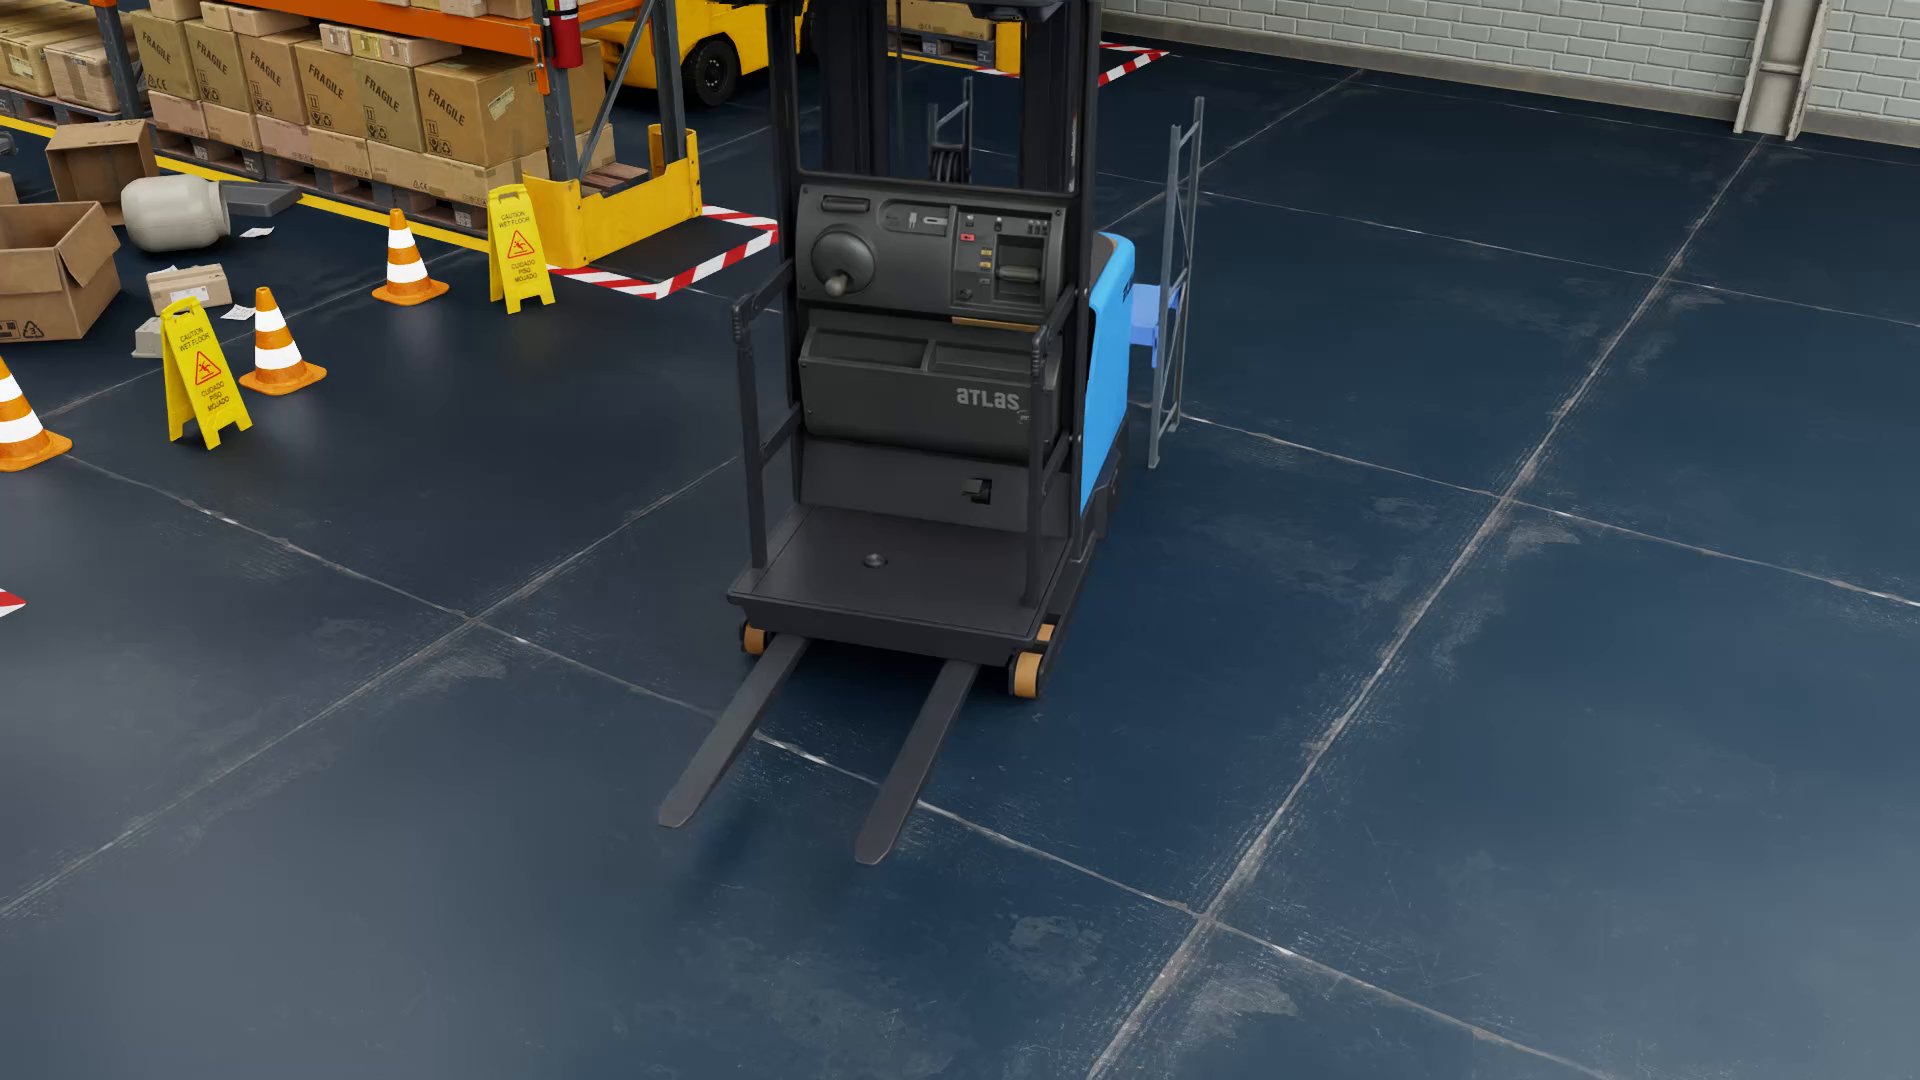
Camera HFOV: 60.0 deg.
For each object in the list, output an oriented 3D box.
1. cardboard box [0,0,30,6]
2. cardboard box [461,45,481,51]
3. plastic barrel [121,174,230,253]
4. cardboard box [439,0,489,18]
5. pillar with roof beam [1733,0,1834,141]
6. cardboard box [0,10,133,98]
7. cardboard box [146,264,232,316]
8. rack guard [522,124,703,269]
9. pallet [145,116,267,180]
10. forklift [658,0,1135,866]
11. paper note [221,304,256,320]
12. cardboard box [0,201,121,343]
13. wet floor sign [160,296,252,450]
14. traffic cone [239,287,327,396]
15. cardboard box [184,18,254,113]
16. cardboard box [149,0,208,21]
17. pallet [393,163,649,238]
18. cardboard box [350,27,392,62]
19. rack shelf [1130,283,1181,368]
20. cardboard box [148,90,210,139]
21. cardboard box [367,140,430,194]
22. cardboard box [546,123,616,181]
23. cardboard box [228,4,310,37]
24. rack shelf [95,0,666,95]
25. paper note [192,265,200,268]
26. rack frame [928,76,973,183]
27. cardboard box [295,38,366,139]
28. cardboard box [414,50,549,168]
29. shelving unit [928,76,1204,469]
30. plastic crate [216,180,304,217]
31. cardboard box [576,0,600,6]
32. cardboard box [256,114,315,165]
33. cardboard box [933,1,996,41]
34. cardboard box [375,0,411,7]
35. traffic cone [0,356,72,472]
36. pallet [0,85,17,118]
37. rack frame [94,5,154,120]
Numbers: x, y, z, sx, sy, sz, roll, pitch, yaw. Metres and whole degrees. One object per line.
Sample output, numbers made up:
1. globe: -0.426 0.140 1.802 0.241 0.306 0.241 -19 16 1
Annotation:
1. cardboard box: -7.617 -3.923 12.689 0.625 0.372 0.950 17 34 26
2. cardboard box: -2.946 -2.880 10.277 0.500 0.500 0.500 16 34 26
3. plastic barrel: -4.498 -1.878 9.549 0.512 0.421 0.421 -9 32 -15
4. cardboard box: -2.648 -3.005 9.173 0.250 0.149 0.380 17 34 27
5. pillar with roof beam: 3.375 -4.921 6.255 0.400 9.000 9.100 18 35 27
6. cardboard box: -6.388 -3.532 12.019 0.625 0.372 0.950 20 36 30
7. cardboard box: -4.127 -1.341 8.901 0.380 0.149 0.250 -15 33 -24
8. rack guard: -2.008 -2.024 9.724 0.348 0.500 1.175 18 35 27
9. pallet: -4.744 -2.786 11.316 1.213 0.211 1.003 18 35 27
10. forklift: -0.162 -0.930 5.435 1.130 2.935 3.031 8 31 13
11. paper note: -3.803 -1.205 8.785 0.142 0.019 0.148 6 31 10
12. cardboard box: -4.777 -1.396 8.643 0.637 0.503 0.797 -4 30 -7
13. wet floor sign: -3.413 -0.764 7.420 0.232 0.644 0.267 12 32 19
14. traffic cone: -3.296 -0.988 7.984 0.334 0.463 0.336 18 35 27
15. cardboard box: -4.516 -3.061 10.588 0.500 0.500 0.500 19 35 29
16. cardboard box: -4.902 -3.421 10.561 0.250 0.149 0.380 18 35 28
17. pallet: -2.677 -2.132 10.196 1.213 0.211 1.003 18 35 27
18. cardboard box: -3.319 -2.923 9.708 0.250 0.149 0.380 18 35 28
19. rack shelf: 0.439 -1.008 7.336 1.000 0.185 0.538 10 31 16
20. cardboard box: -4.975 -2.876 11.015 0.500 0.250 0.500 16 34 25
21. cardboard box: -3.206 -2.321 10.064 0.500 0.250 0.500 18 35 28
22. cardboard box: -2.480 -2.412 10.219 0.500 0.250 0.500 17 34 27
23. cardboard box: -4.236 -3.213 10.205 0.250 0.149 0.380 20 36 30
24. rack shelf: -3.638 -3.309 10.159 4.000 0.370 1.077 18 35 27
25. paper note: -4.277 -1.531 9.364 0.123 0.001 0.032 18 35 27
26. rack frame: -0.041 -1.248 7.390 0.032 1.500 0.500 10 31 16
27. cardboard box: -3.628 -2.781 10.109 0.500 0.500 0.500 17 34 26
28. cardboard box: -2.761 -2.505 9.634 0.500 0.500 0.500 18 35 28
29. shelving unit: 0.440 -1.165 7.248 1.048 1.500 0.538 10 31 16
30. plastic crate: -4.438 -2.124 10.311 0.583 0.080 0.402 6 31 10
31. cardboard box: -2.121 -3.155 9.430 0.250 0.149 0.380 18 35 28
32. cardboard box: -4.067 -2.597 10.536 0.500 0.250 0.500 17 34 27
33. cardboard box: 0.126 -4.188 13.264 0.500 0.250 0.500 18 35 28
34. cardboard box: -3.088 -3.139 9.402 0.250 0.149 0.380 18 35 28
35. traffic cone: -4.185 -0.597 7.313 0.334 0.463 0.336 18 35 27
36. pallet: -7.029 -3.485 12.515 1.213 0.211 1.003 18 35 27
37. rack frame: -5.332 -4.155 10.896 0.127 3.000 1.000 18 35 27
